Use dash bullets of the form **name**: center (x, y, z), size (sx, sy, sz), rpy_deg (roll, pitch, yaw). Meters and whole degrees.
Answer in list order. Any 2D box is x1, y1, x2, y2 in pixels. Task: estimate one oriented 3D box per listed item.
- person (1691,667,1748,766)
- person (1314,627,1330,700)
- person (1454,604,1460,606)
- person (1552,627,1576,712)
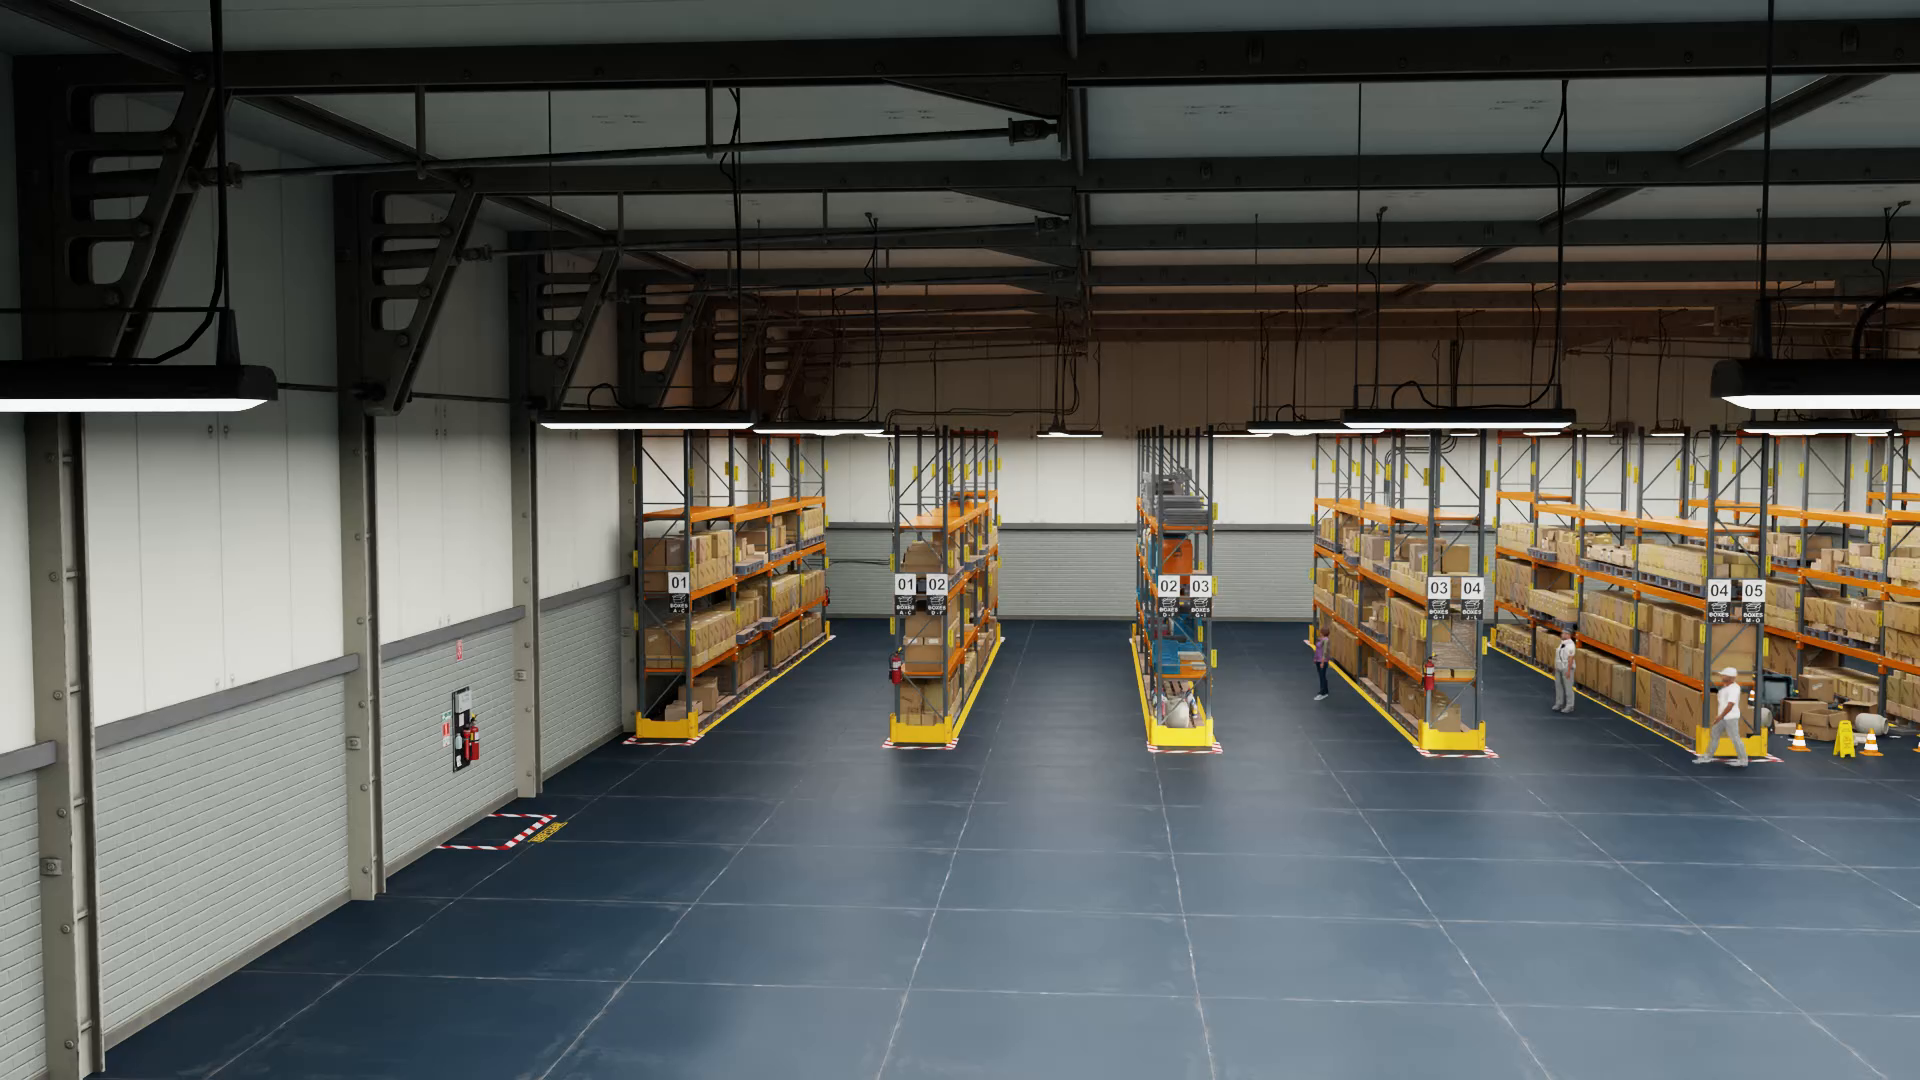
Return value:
- **person**: center (13.342, 3.087, 29.084), size (0.871, 1.744, 0.584), rpy_deg (0, 3, 8)
- **person**: center (8.012, 2.723, 36.846), size (0.486, 1.615, 0.433), rpy_deg (-1, 4, -20)
- **person**: center (14.761, 1.903, 49.687), size (0.752, 1.637, 0.491), rpy_deg (-1, 3, -10)
- **person**: center (12.758, 2.719, 35.100), size (0.430, 1.780, 0.571), rpy_deg (-1, 4, -17)
